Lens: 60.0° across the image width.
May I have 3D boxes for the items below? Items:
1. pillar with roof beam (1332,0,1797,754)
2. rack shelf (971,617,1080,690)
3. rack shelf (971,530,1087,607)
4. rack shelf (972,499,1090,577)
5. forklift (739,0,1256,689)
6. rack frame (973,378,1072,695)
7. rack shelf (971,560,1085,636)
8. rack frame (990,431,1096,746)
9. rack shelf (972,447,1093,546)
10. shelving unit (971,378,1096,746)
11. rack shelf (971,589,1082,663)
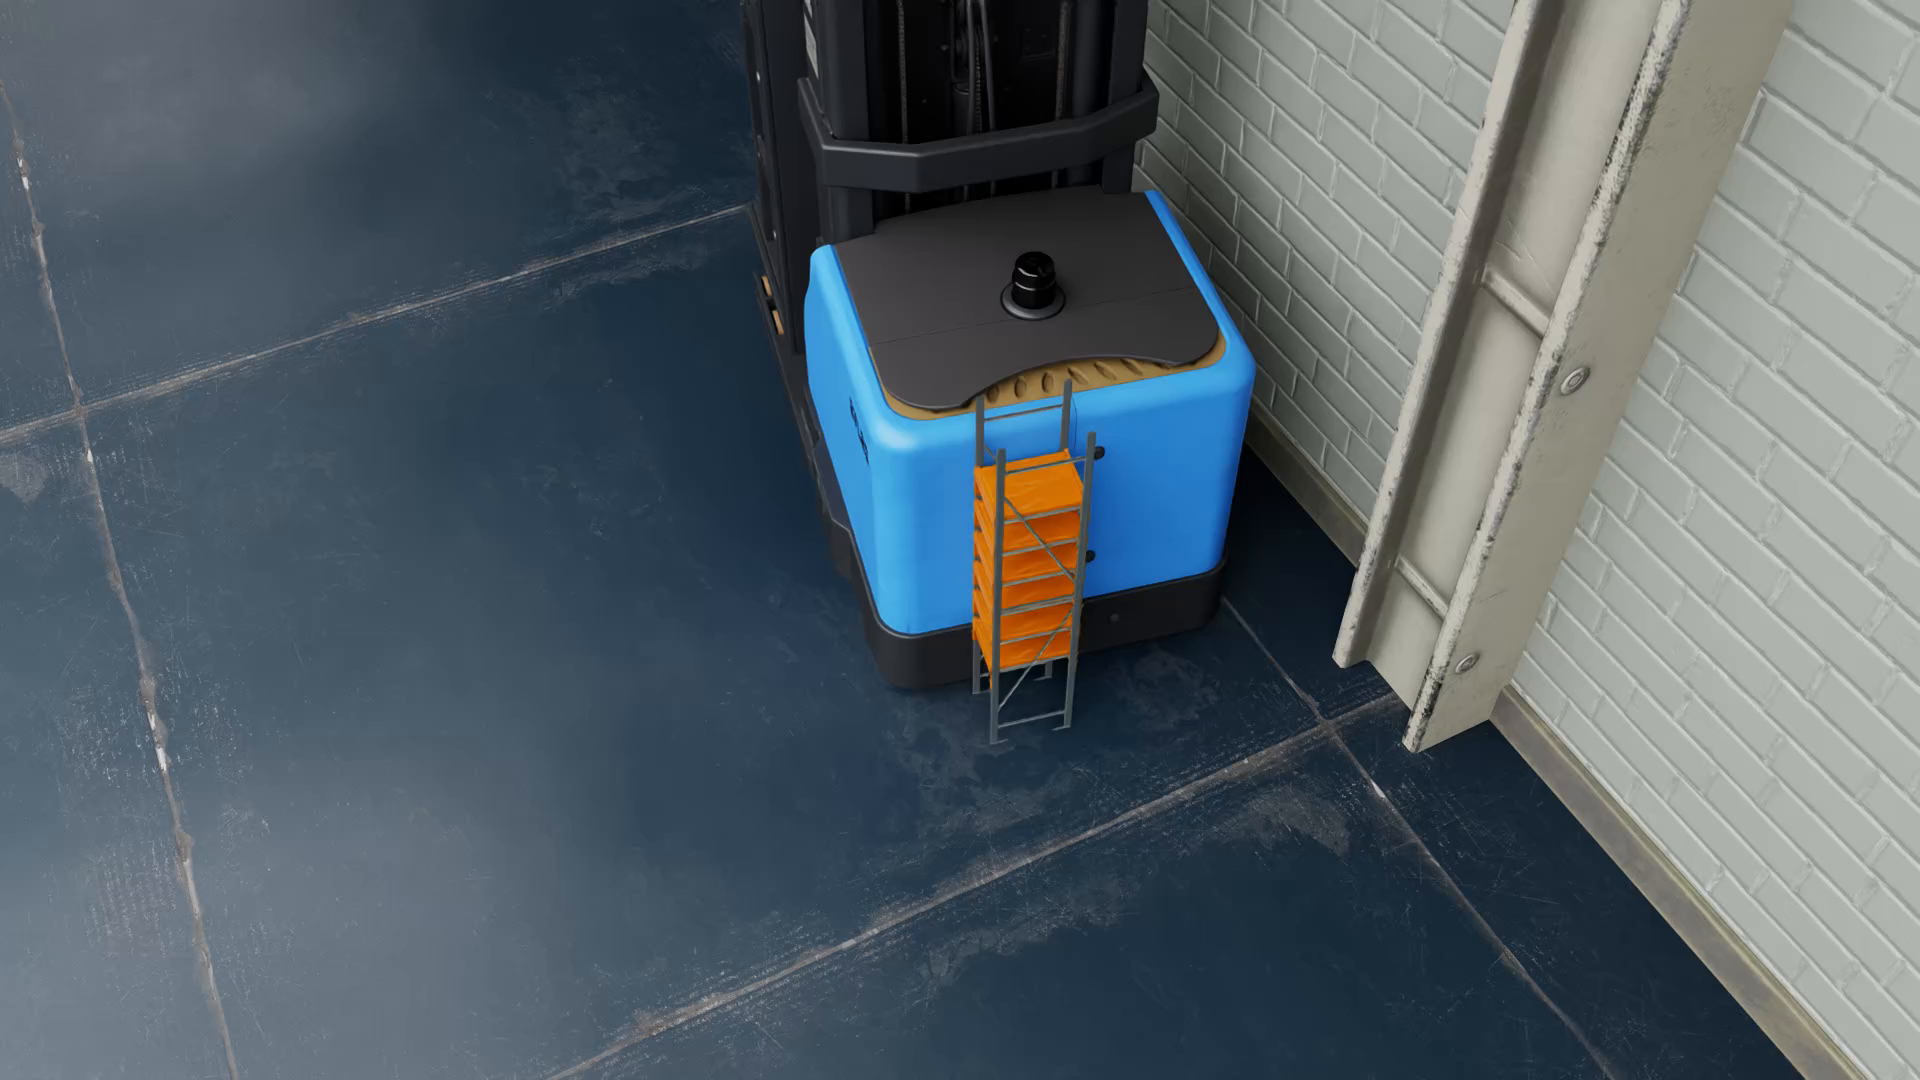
[{"bbox_3d":[-2.497,-1.057,0.196,9.100,9.000,0.400,-21,52,-18],"label":"pillar with roof beam"},{"bbox_3d":[0.178,0.286,4.581,0.258,0.103,0.180,-12,50,-10],"label":"rack shelf"},{"bbox_3d":[0.178,0.049,4.310,0.258,0.103,0.180,-12,50,-10],"label":"rack shelf"},{"bbox_3d":[0.178,-0.030,4.219,0.258,0.103,0.180,-12,50,-10],"label":"rack shelf"},{"bbox_3d":[-0.102,-1.674,4.767,1.130,2.935,3.031,-12,50,-10],"label":"forklift"},{"bbox_3d":[0.154,0.032,4.425,0.240,1.200,0.006,-12,50,-10],"label":"rack frame"},{"bbox_3d":[0.178,0.128,4.400,0.258,0.103,0.180,-12,50,-10],"label":"rack shelf"},{"bbox_3d":[0.201,0.165,4.308,0.240,1.200,0.006,-12,50,-10],"label":"rack frame"},{"bbox_3d":[0.178,-0.109,4.129,0.258,0.103,0.180,-12,50,-10],"label":"rack shelf"},{"bbox_3d":[0.178,0.099,4.367,0.258,1.200,0.189,-12,50,-10],"label":"shelving unit"},{"bbox_3d":[0.178,0.207,4.490,0.258,0.103,0.180,-12,50,-10],"label":"rack shelf"}]
